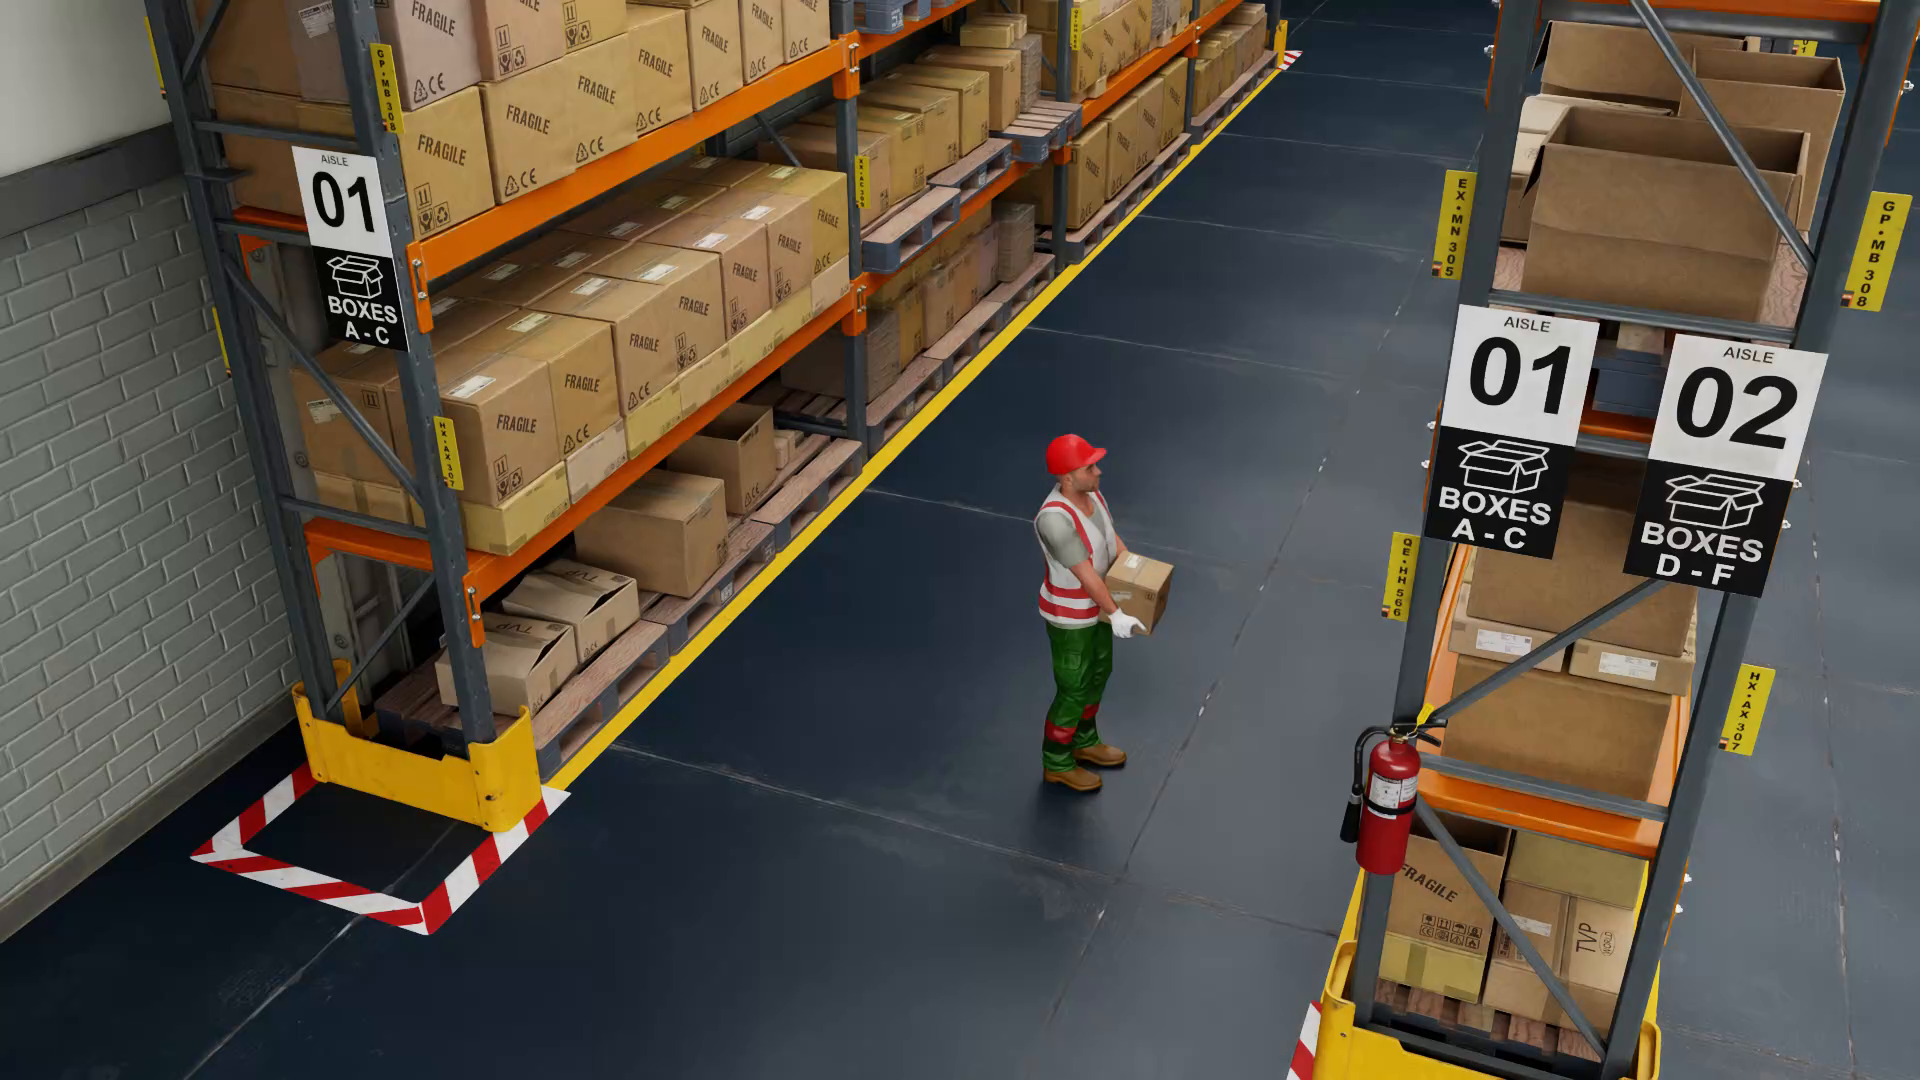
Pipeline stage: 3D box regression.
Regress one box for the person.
[{"bbox_3d":[0.646,0.348,7.765,0.560,1.782,0.493,12,31,20],"label":"person"}]
